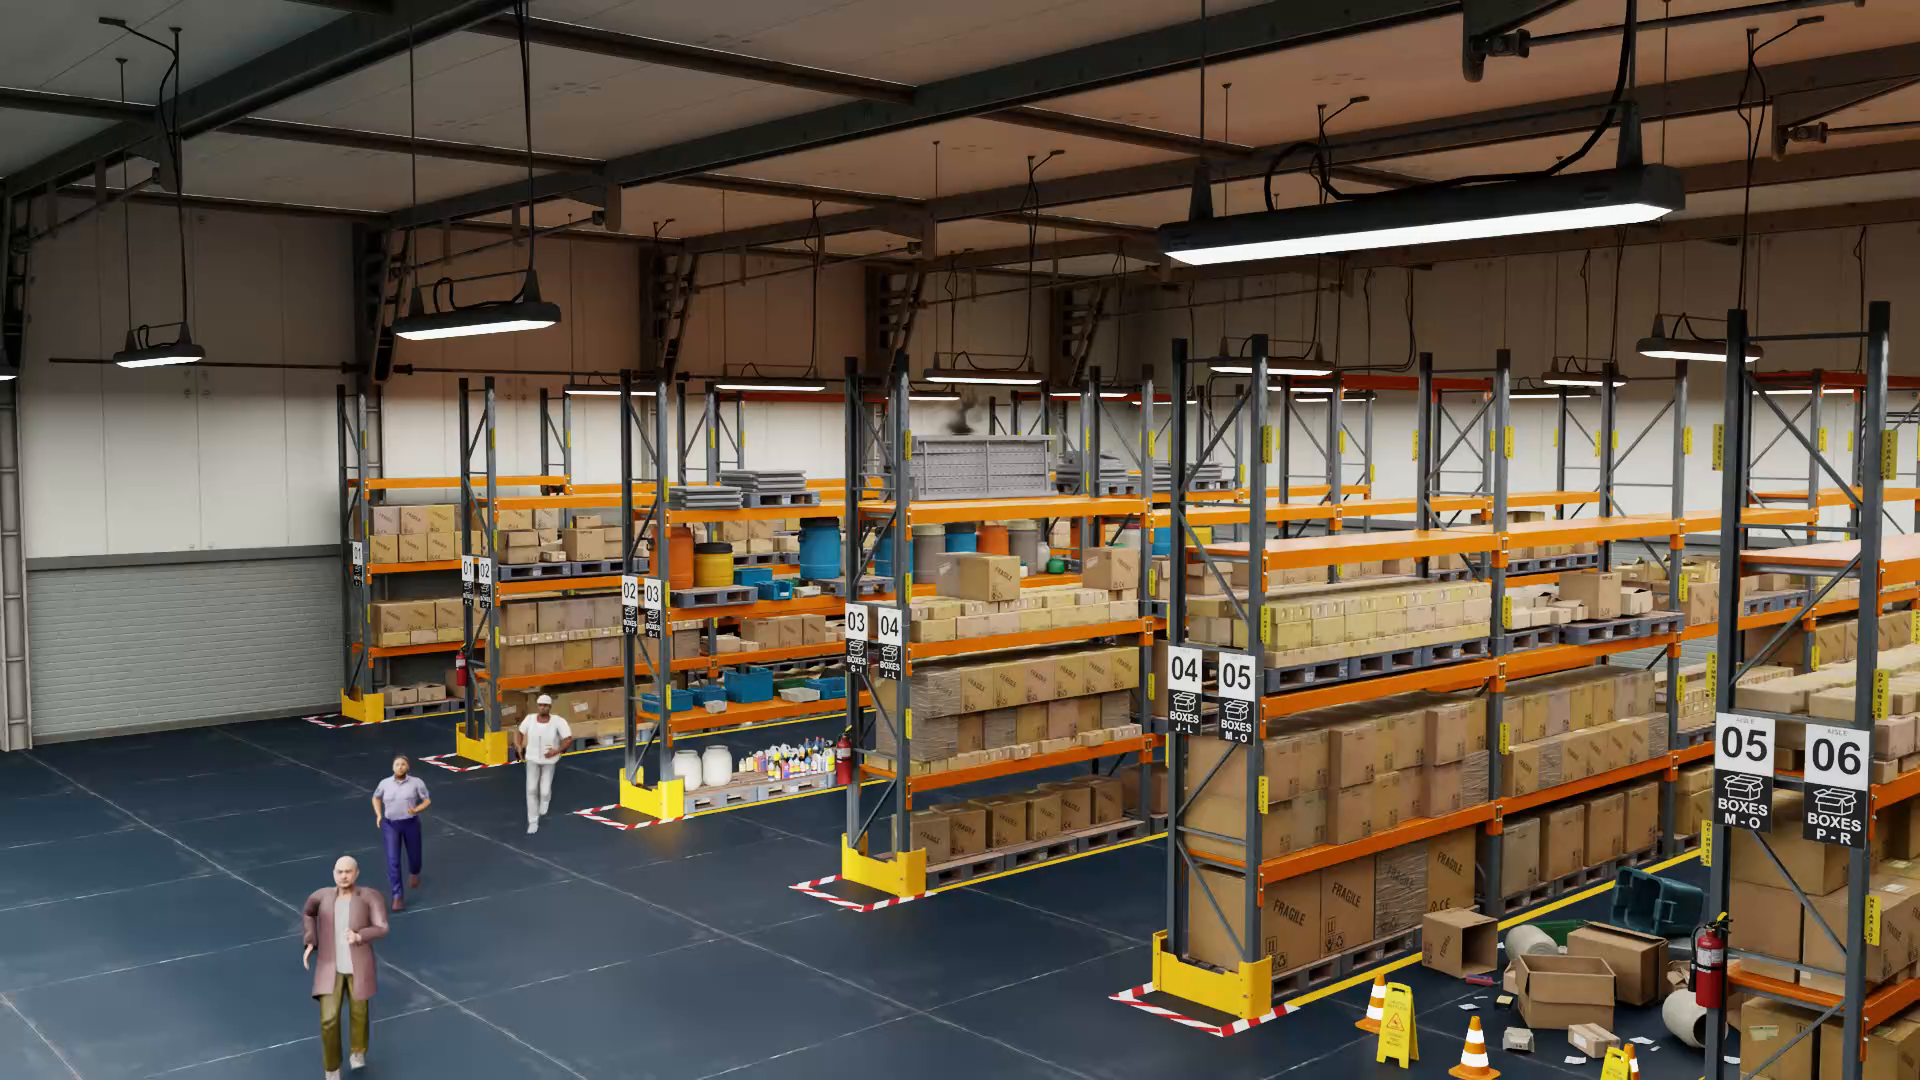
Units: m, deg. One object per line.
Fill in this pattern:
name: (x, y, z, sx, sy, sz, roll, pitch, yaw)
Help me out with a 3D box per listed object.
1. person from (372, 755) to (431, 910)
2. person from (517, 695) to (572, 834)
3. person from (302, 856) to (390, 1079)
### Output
person: (-6.111, 3.159, 18.200, 0.621, 1.615, 0.802, -1, 4, -16)
person: (-5.435, 2.886, 21.751, 0.737, 1.765, 0.885, 0, 4, -4)
person: (-4.857, 3.420, 13.153, 0.673, 1.845, 0.819, -1, 4, -16)
